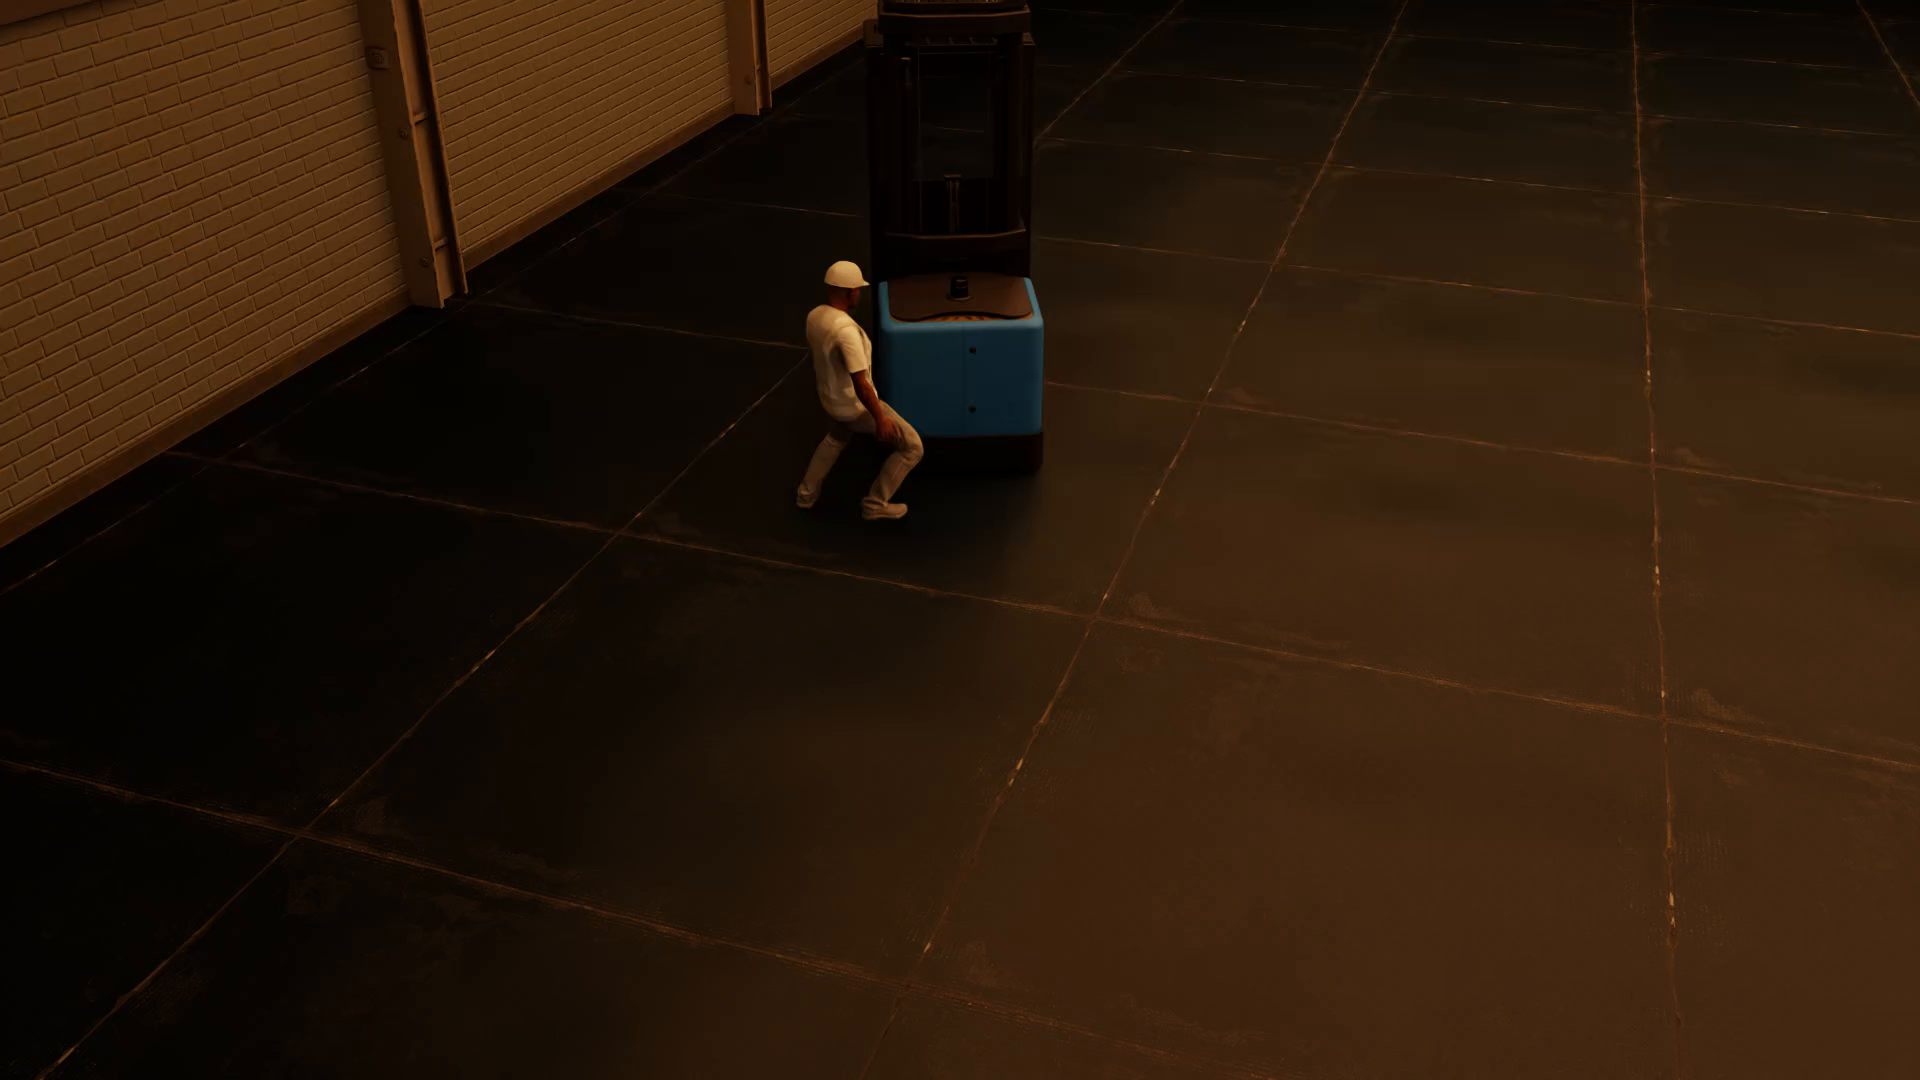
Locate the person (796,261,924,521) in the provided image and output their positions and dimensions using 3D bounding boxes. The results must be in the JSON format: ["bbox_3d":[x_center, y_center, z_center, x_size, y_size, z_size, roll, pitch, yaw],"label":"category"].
[{"bbox_3d":[-0.644,-0.887,10.019,0.642,1.647,1.004,-14,33,-23],"label":"person"}]

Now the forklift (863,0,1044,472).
[{"bbox_3d":[-0.082,-2.412,11.368,1.130,2.935,3.031,-2,30,-4],"label":"forklift"}]
